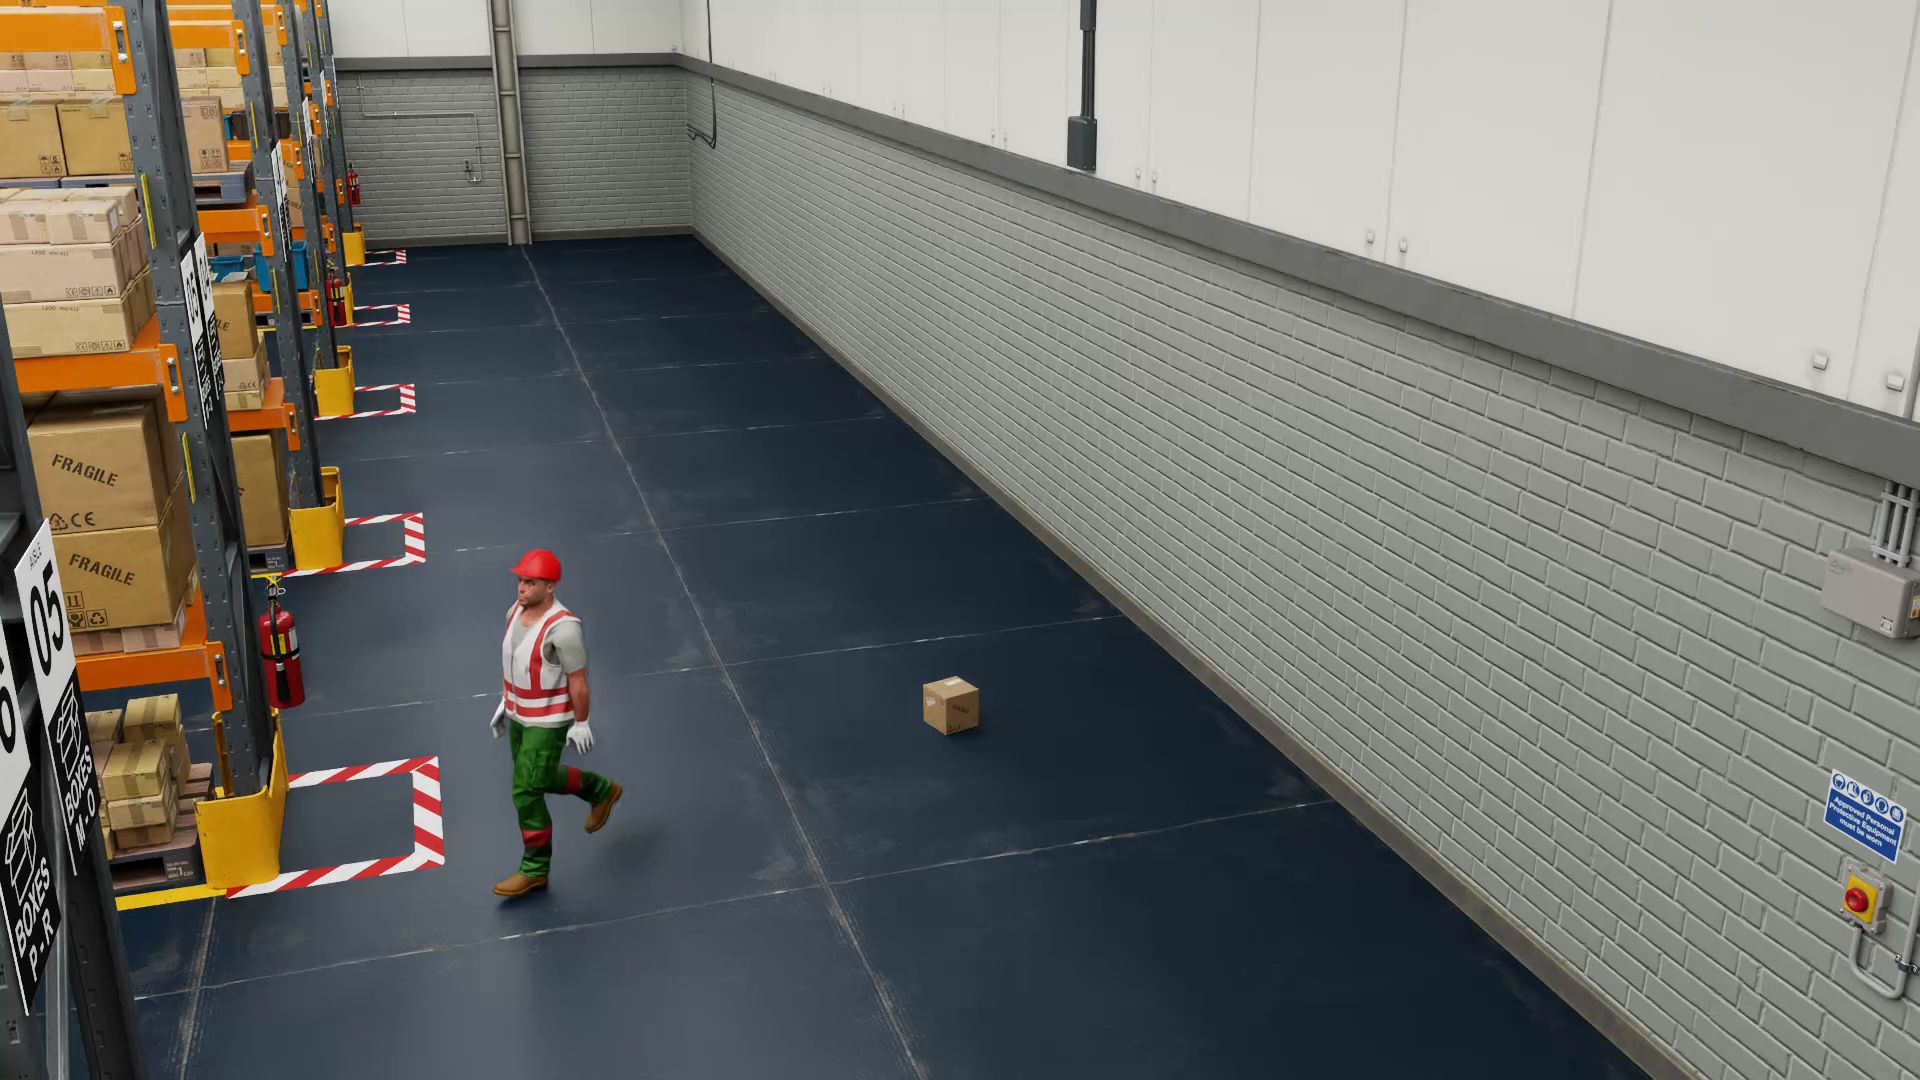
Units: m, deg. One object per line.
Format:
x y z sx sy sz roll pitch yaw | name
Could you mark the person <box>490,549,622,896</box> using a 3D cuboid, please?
-2.092 0.879 8.452 0.862 1.763 0.531 -17 25 -40 | person
